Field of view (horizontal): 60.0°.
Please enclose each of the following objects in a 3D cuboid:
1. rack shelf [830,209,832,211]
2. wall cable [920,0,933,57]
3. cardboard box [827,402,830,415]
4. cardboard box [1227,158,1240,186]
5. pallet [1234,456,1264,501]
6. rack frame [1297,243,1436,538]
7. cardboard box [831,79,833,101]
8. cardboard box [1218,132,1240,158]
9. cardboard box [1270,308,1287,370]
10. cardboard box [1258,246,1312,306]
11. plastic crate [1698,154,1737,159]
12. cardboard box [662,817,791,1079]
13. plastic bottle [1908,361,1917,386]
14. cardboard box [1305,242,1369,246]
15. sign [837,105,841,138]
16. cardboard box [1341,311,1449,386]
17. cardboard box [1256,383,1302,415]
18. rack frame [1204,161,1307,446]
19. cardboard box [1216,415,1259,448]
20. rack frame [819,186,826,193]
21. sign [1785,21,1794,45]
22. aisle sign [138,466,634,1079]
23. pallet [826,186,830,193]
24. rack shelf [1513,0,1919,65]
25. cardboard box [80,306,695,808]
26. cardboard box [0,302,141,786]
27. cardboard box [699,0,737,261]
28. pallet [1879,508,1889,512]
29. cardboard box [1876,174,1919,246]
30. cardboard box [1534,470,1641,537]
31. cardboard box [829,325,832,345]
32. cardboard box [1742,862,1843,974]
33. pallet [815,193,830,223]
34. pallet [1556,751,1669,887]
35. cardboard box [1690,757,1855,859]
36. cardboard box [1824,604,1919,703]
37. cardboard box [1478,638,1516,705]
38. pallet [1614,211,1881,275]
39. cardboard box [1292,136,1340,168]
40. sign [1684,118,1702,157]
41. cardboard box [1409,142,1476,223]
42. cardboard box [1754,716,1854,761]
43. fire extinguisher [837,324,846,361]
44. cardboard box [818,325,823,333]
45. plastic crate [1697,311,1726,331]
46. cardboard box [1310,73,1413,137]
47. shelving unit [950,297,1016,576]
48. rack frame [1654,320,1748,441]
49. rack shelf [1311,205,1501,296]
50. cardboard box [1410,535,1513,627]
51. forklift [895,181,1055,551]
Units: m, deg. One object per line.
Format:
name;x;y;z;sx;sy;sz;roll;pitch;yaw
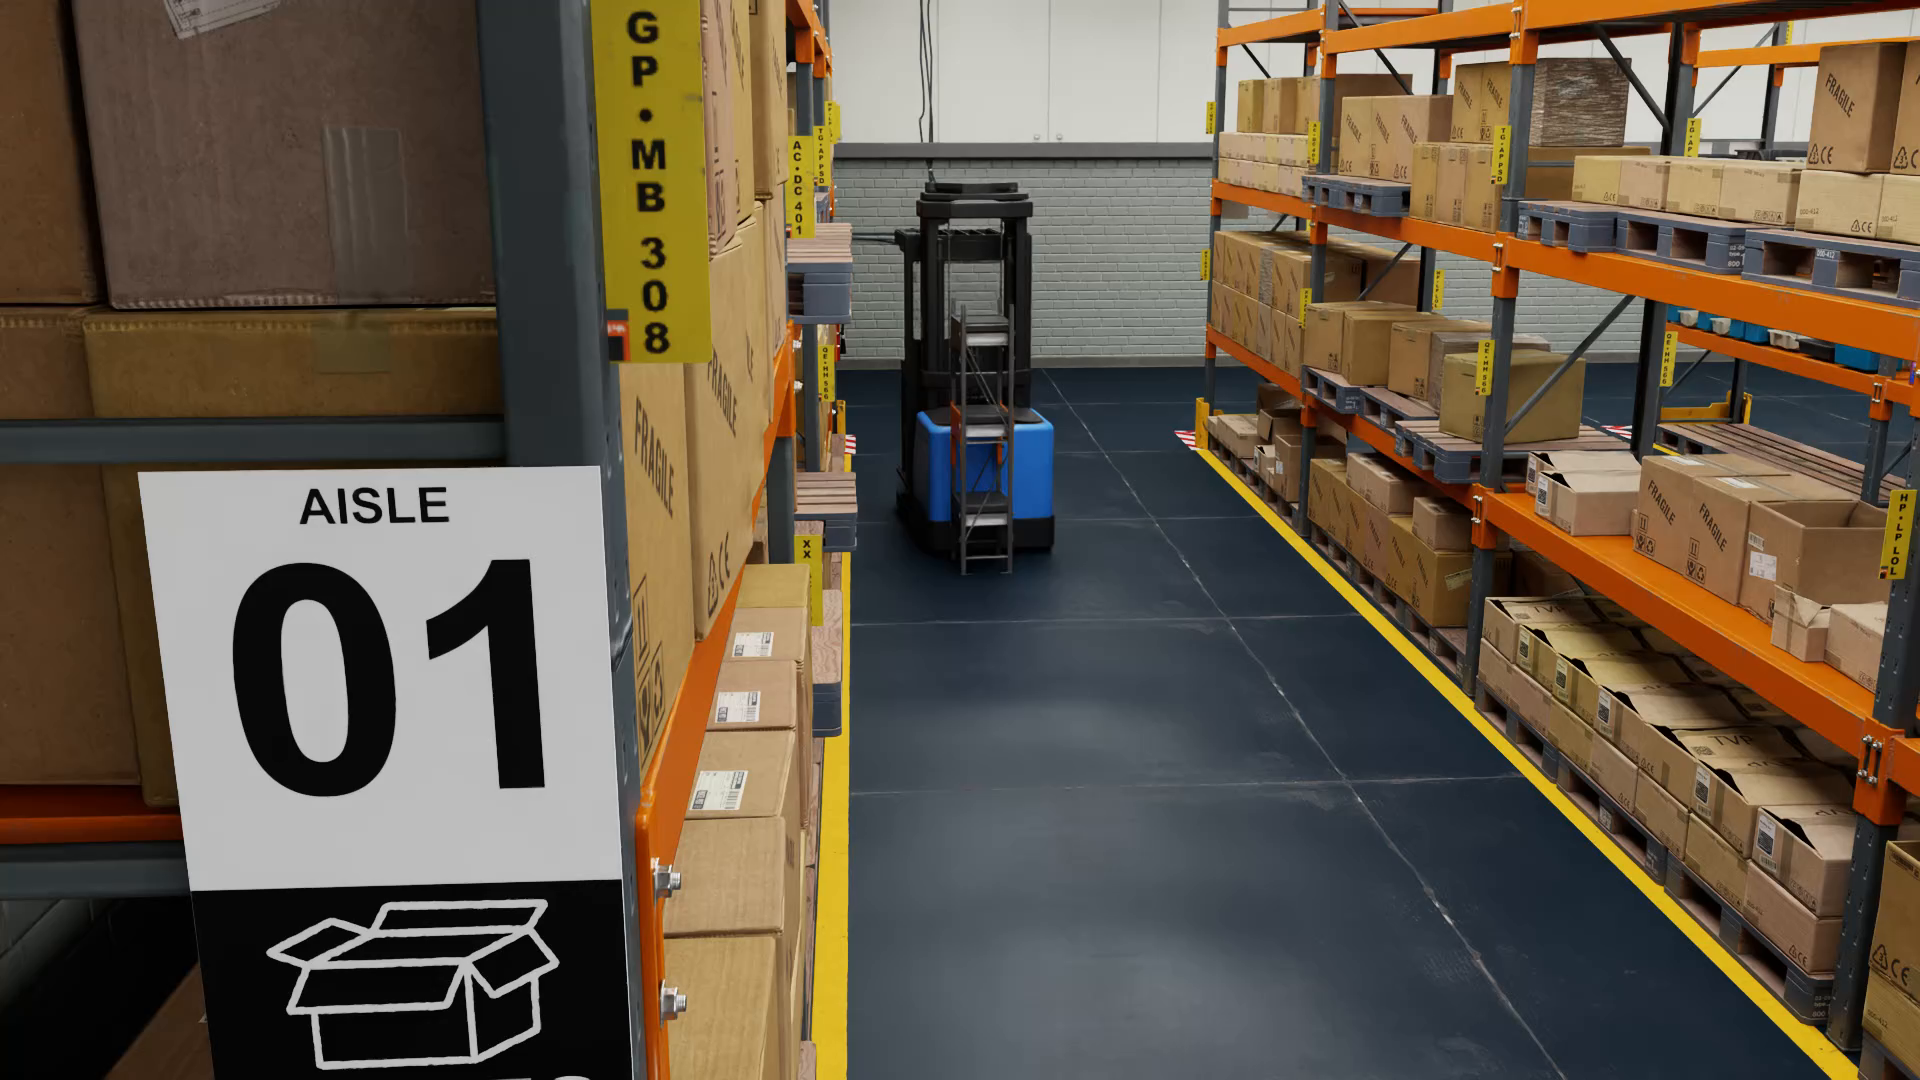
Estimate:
rack shelf;-1.437;-2.026;11.304;1.077;0.370;4.000;-1;14;-3
wall cable;0.898;-7.715;22.048;3.097;2.526;0.112;-1;14;-3
cardboard box;-1.172;-1.035;12.493;0.380;0.149;0.250;-1;14;-3
cardboard box;2.932;-3.615;16.337;0.500;0.250;0.500;-1;14;-3
pallet;3.263;-0.621;16.015;1.003;0.211;1.213;-1;14;-3
rack frame;3.383;-1.496;13.822;1.000;3.000;0.127;-1;14;-3
cardboard box;-1.491;-4.231;16.183;0.500;0.500;0.500;-1;14;-4
cardboard box;2.908;-3.981;16.759;0.500;0.250;0.500;-1;14;-3
cardboard box;3.063;-1.793;14.776;0.500;0.500;0.500;0;14;-2
cardboard box;3.028;-2.403;15.140;0.500;0.500;0.500;-1;14;-3
plastic crate;7.825;-3.856;17.236;0.497;0.269;0.590;-1;14;-3
cardboard box;-0.593;0.890;3.302;0.500;0.500;0.500;-1;14;-5
plastic bottle;7.924;-1.418;13.750;0.061;0.283;0.133;-1;14;-3
cardboard box;3.538;-2.535;15.652;0.500;0.500;0.500;0;14;-2
sign;-1.266;-4.262;16.932;0.100;0.325;0.005;-1;14;-3
cardboard box;3.295;-1.457;12.625;0.700;0.500;0.500;1;14;5
cardboard box;3.415;-1.362;17.434;0.500;0.500;0.500;-1;14;-3
rack frame;3.136;-2.491;17.688;1.000;3.000;0.127;-1;14;-3
cardboard box;2.917;-1.109;16.950;0.500;0.250;0.500;-1;14;-3
rack frame;-1.560;-1.419;13.521;1.000;3.000;0.127;-1;14;-3
sign;8.628;-5.328;17.323;0.100;0.325;0.005;-1;14;-3
aisle sign;-0.513;0.320;1.547;0.394;0.787;0.004;-1;14;-3
pallet;-1.601;-3.032;13.950;1.003;0.211;1.213;-1;14;-3
rack shelf;3.755;-2.367;7.414;1.077;0.370;4.000;-1;14;-3
cardboard box;-0.588;-0.032;1.872;0.500;0.500;0.500;-1;14;-2
cardboard box;-1.096;-0.045;1.921;0.500;0.500;0.500;0;14;1
cardboard box;-0.579;-0.655;2.284;0.500;0.500;0.500;-1;14;-4
pallet;8.334;-0.029;13.715;1.003;0.211;1.213;-1;14;-3
cardboard box;3.850;-1.243;6.278;0.500;0.250;0.500;1;14;2
cardboard box;3.493;-0.233;9.091;0.500;0.311;0.500;-1;14;-4
cardboard box;-1.578;-1.699;14.009;0.980;0.700;0.700;-1;14;-3
cardboard box;3.564;1.523;6.763;0.500;0.250;0.500;-1;14;-4
pallet;-1.405;-1.945;9.924;1.213;0.211;1.003;0;14;-1
pallet;3.716;1.357;8.329;1.003;0.211;1.213;-1;14;-3
cardboard box;3.529;1.124;7.186;0.500;0.311;0.500;0;14;-2
cardboard box;3.805;0.444;6.581;0.500;0.250;0.500;0;14;0
cardboard box;3.371;0.762;9.722;0.500;0.250;0.500;-1;14;-4
pallet;3.835;-1.417;7.874;1.003;0.211;1.213;0;14;-1
cardboard box;3.082;-3.235;13.858;0.500;0.250;0.500;-1;14;-3
sign;4.186;-2.249;9.533;0.100;0.325;0.005;-1;14;-3
cardboard box;3.507;-2.367;10.985;0.910;0.500;0.500;-1;14;-3
cardboard box;4.043;0.990;7.708;0.500;0.311;0.500;-1;14;-5
fire extinguisher;-1.357;-2.240;17.617;0.296;0.674;0.183;-1;14;-3
cardboard box;-1.118;-1.240;10.483;0.500;0.250;0.500;-1;14;-4
plastic crate;7.807;-2.284;17.101;0.416;0.233;0.300;-1;14;-3
cardboard box;3.315;-3.602;13.779;0.700;0.500;0.500;-1;14;-3
shelving unit;0.169;-0.806;12.943;0.431;2.100;0.503;-2;15;-9
rack frame;8.080;-2.567;17.982;1.000;3.000;0.127;-1;14;-3
rack shelf;3.507;-2.103;11.605;1.077;0.370;4.000;-1;14;-3
cardboard box;3.339;0.267;11.102;0.500;0.500;0.500;0;14;-1
forklift;0.028;-1.652;14.564;1.130;2.935;3.031;-2;15;-9
